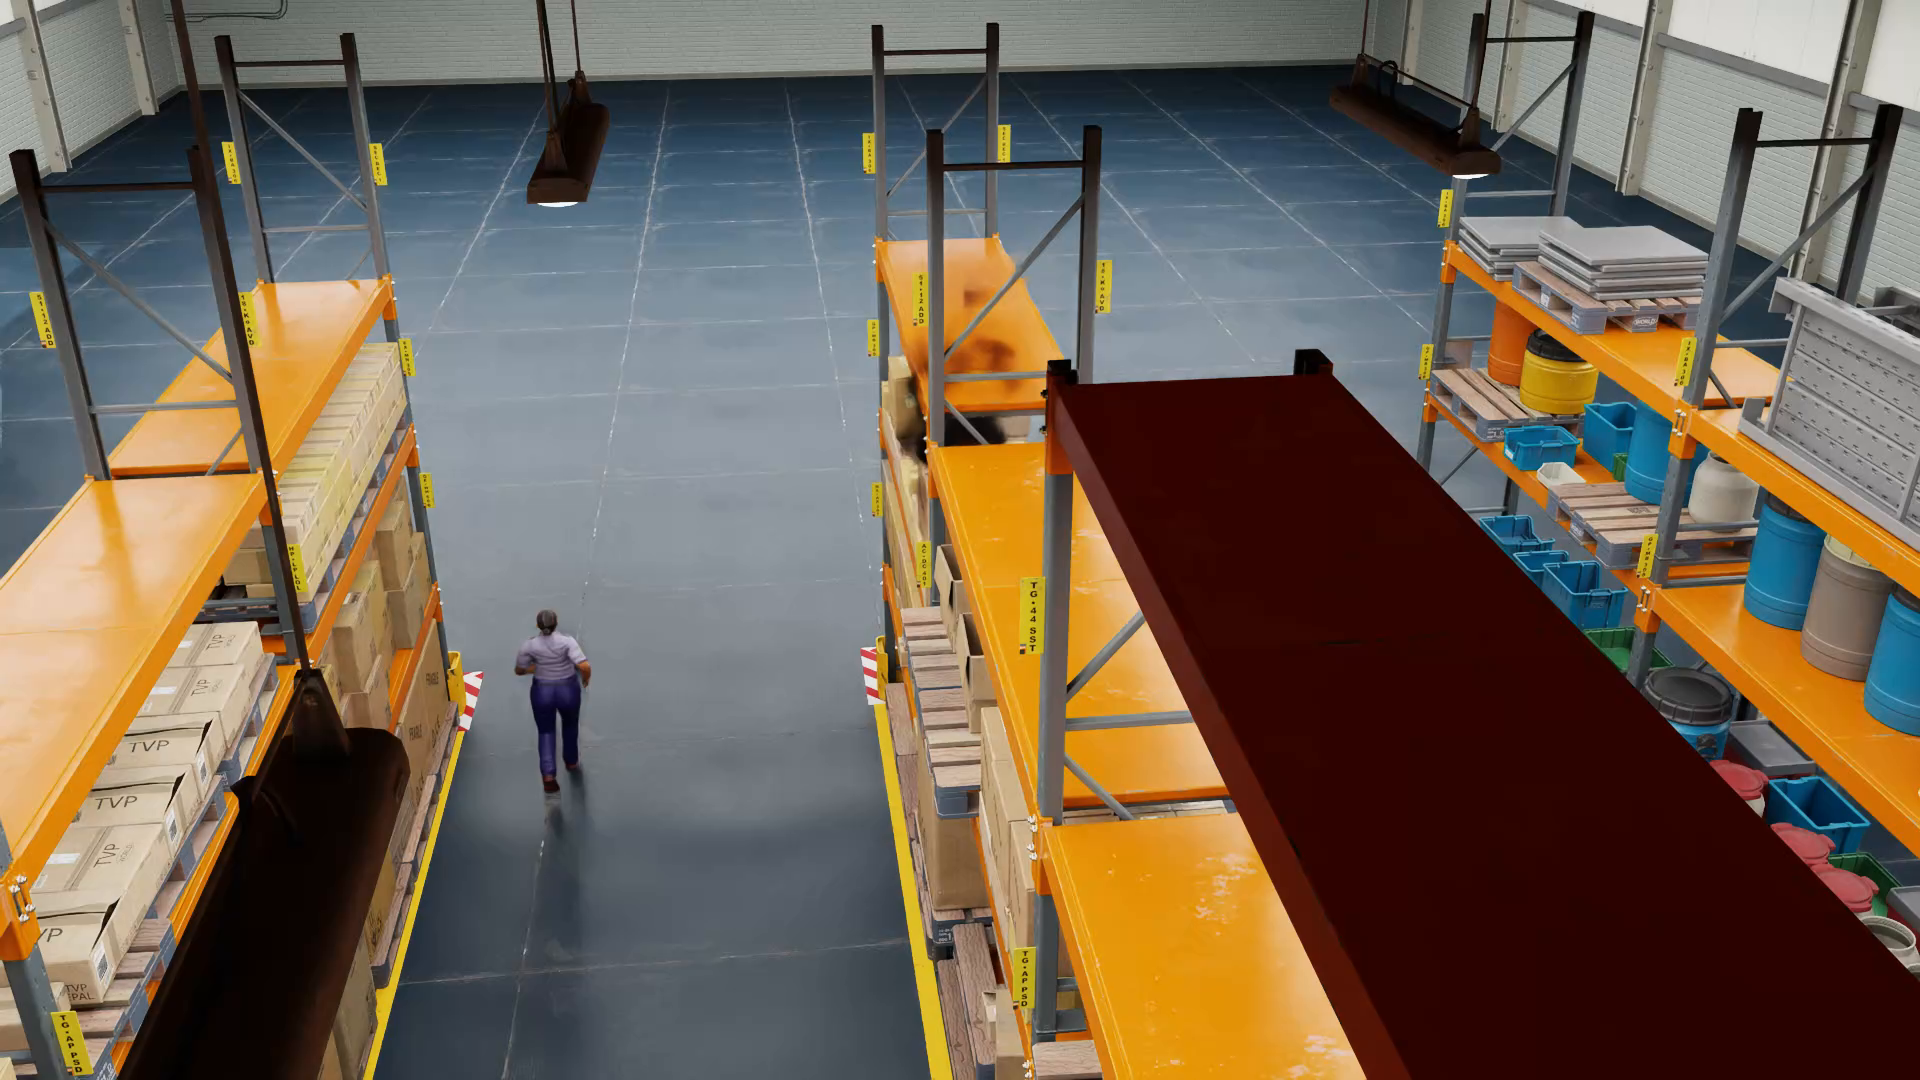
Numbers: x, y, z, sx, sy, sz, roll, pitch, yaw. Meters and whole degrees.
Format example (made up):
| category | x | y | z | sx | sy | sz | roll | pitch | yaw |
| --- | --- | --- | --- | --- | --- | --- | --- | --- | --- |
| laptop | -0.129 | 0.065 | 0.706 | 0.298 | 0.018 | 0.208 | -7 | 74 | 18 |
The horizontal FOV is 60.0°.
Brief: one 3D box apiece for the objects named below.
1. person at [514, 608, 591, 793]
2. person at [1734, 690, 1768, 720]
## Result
| category | x | y | z | sx | sy | sz | roll | pitch | yaw |
| --- | --- | --- | --- | --- | --- | --- | --- | --- | --- |
| person | -3.362 | 1.309 | 13.852 | 0.623 | 1.645 | 0.801 | -5 | 26 | -9 |
| person | 6.512 | 1.441 | 13.513 | 0.598 | 1.669 | 0.608 | -9 | 27 | -18 |
